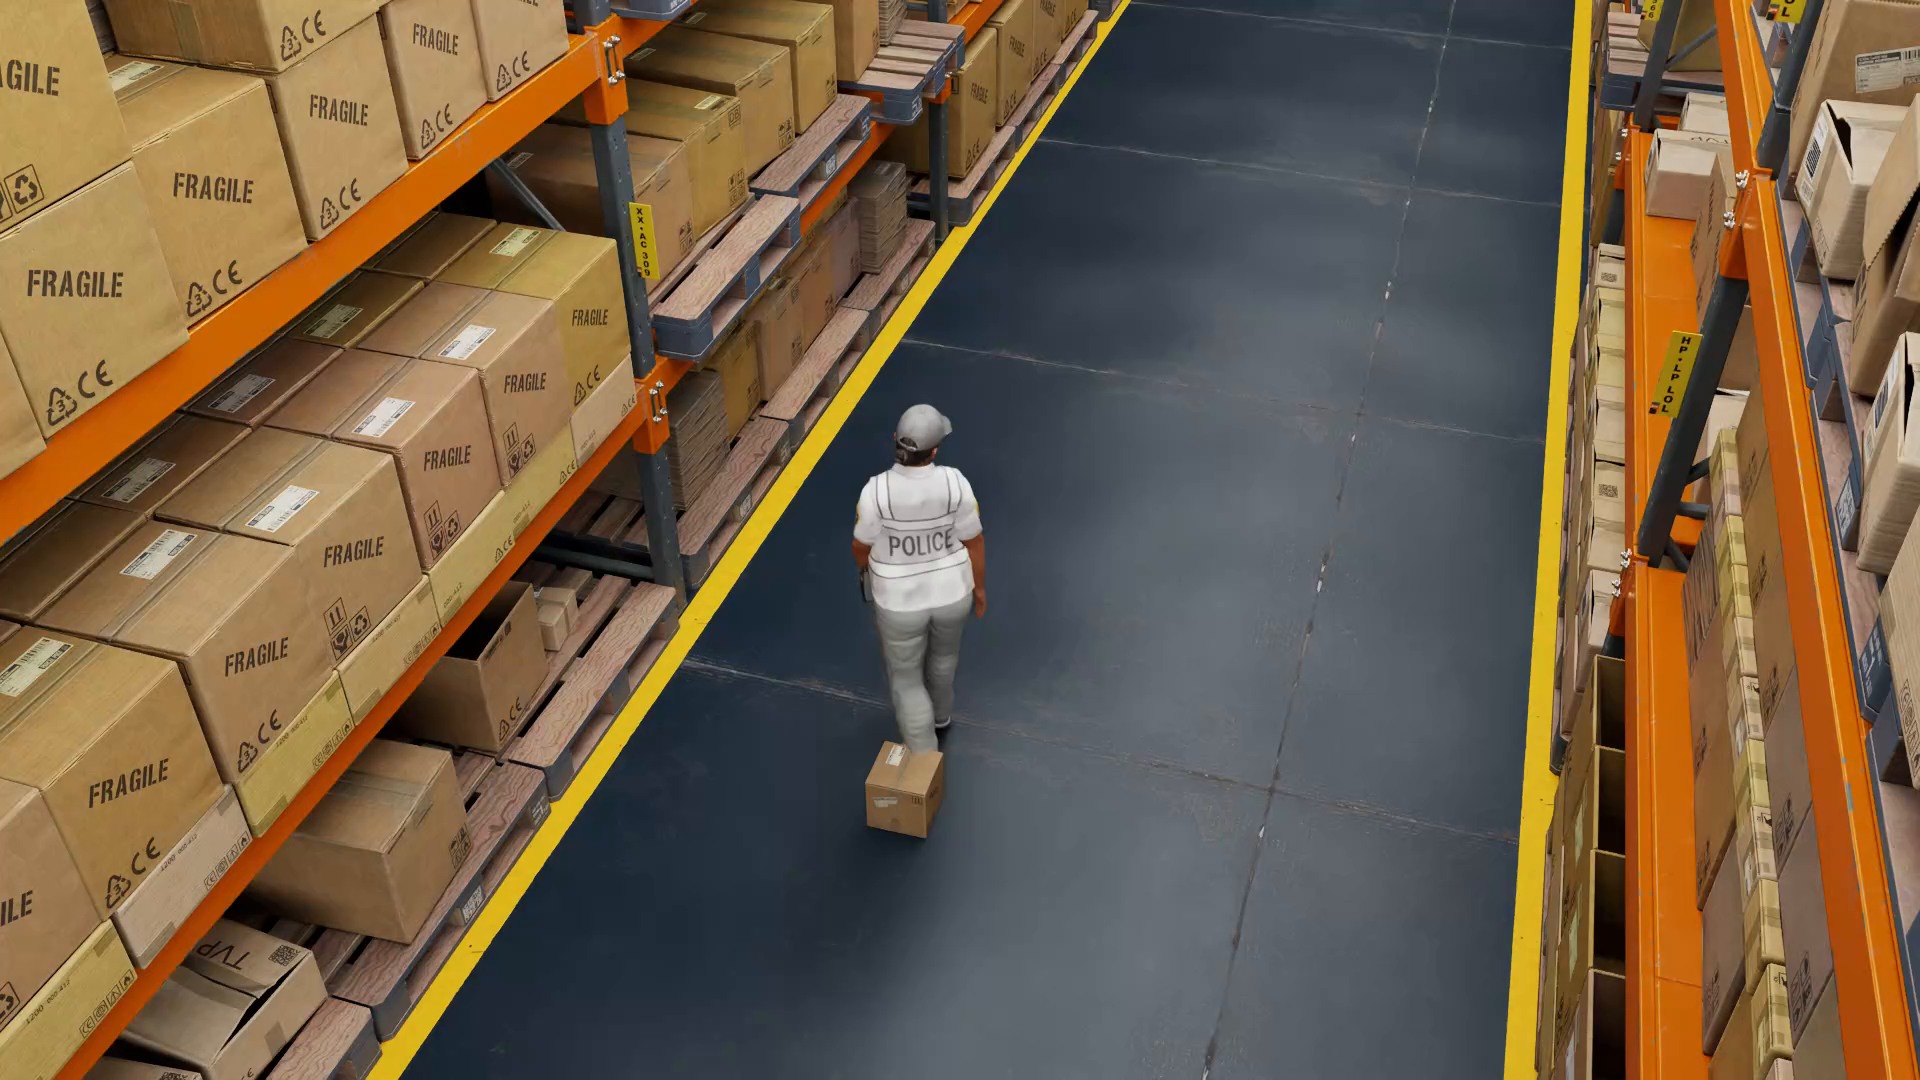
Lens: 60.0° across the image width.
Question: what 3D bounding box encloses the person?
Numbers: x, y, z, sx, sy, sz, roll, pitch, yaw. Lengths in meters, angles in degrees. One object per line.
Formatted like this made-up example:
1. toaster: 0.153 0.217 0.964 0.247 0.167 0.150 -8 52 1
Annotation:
1. person: -0.163 0.205 6.601 0.531 1.643 0.674 -13 39 -16
